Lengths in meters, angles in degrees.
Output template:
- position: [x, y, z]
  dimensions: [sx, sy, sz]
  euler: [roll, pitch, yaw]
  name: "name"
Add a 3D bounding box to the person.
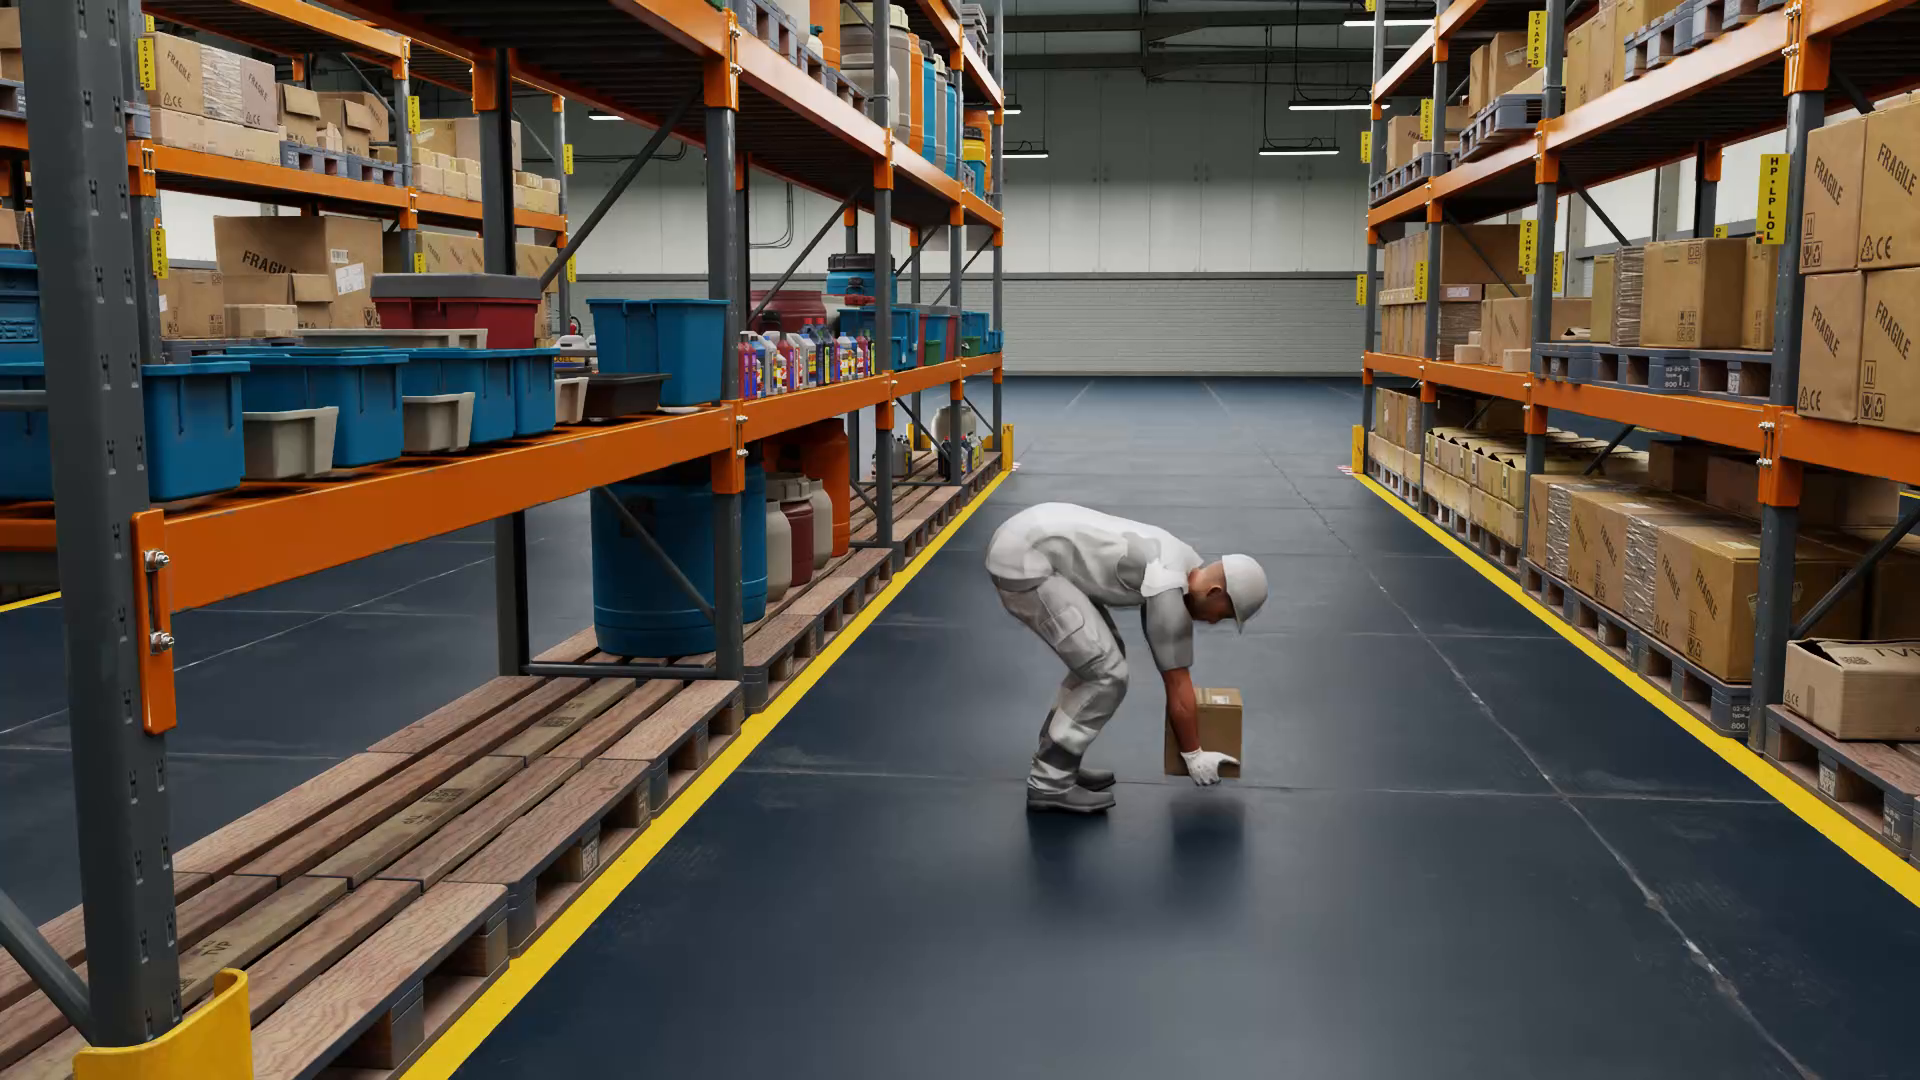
- position: [0.562, 0.387, 5.667]
  dimensions: [0.955, 1.023, 0.524]
  euler: [0, 8, 3]
  name: "person"
